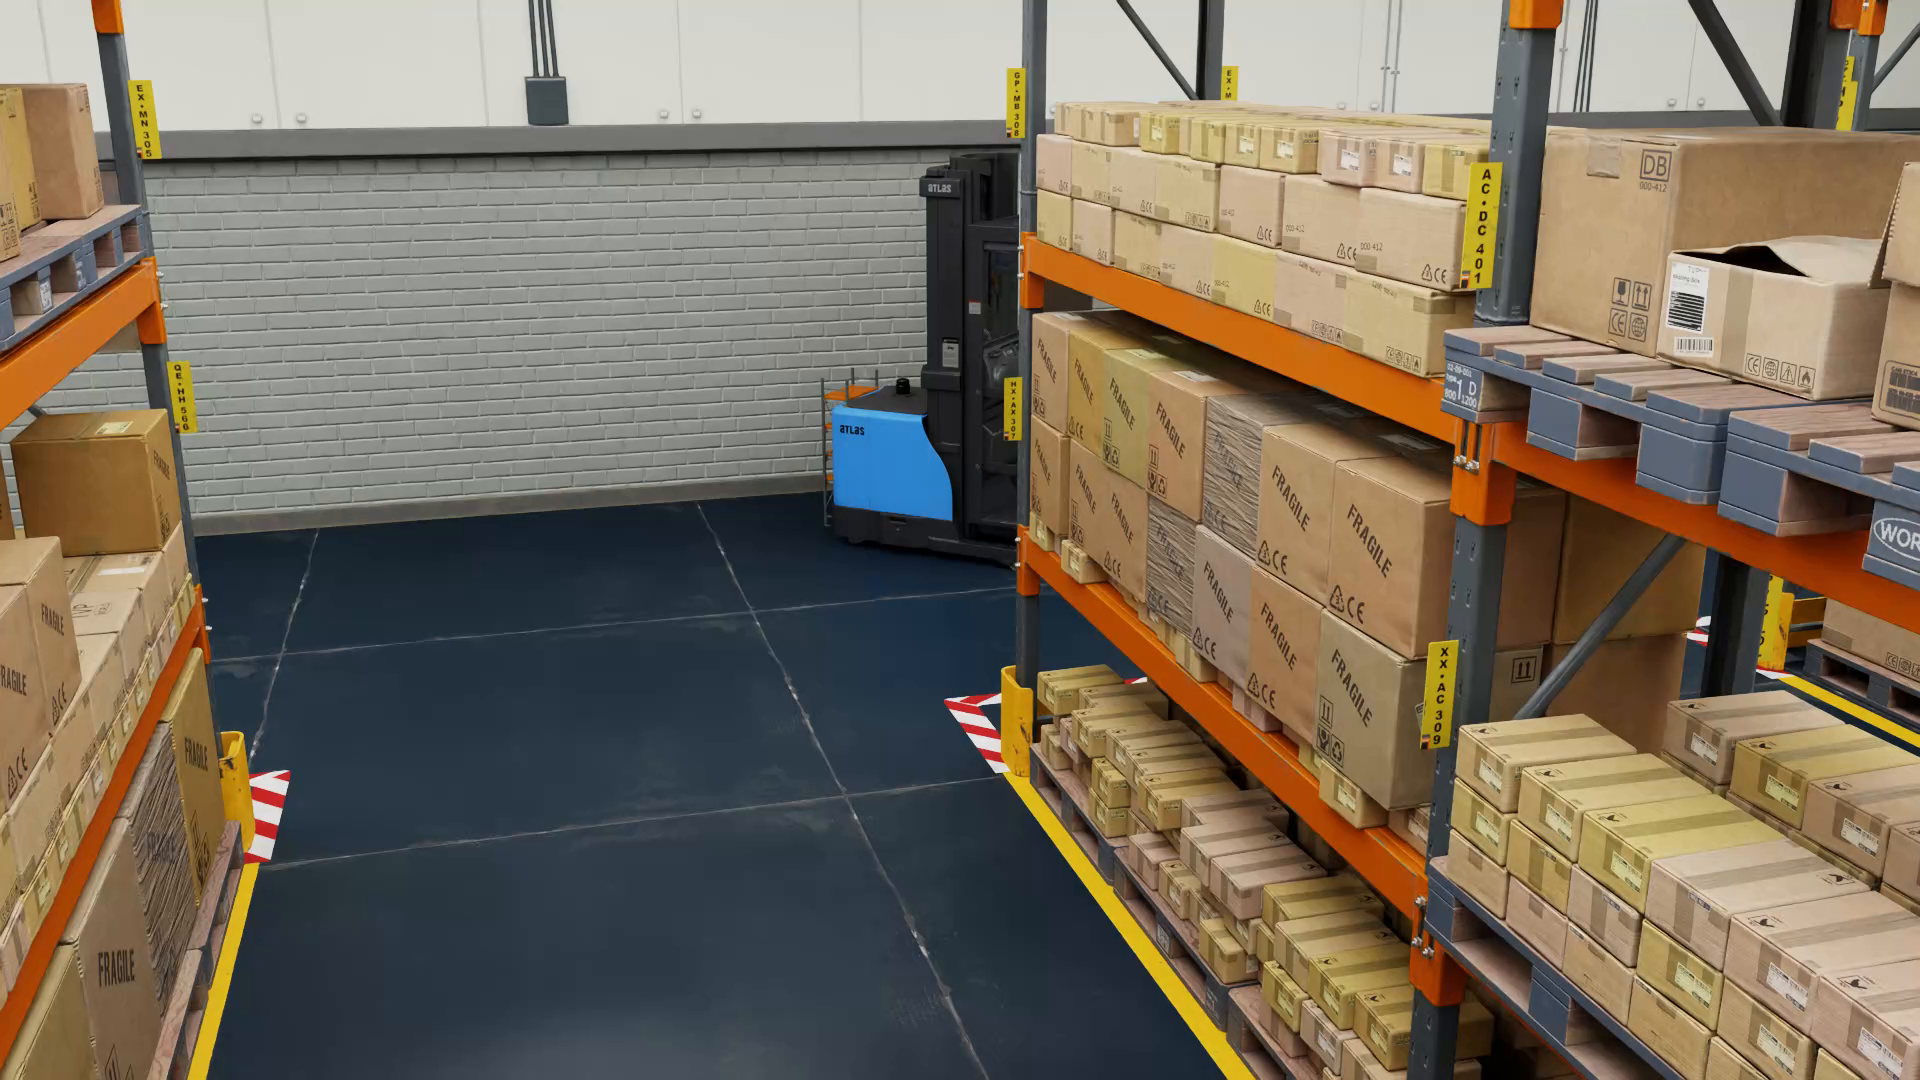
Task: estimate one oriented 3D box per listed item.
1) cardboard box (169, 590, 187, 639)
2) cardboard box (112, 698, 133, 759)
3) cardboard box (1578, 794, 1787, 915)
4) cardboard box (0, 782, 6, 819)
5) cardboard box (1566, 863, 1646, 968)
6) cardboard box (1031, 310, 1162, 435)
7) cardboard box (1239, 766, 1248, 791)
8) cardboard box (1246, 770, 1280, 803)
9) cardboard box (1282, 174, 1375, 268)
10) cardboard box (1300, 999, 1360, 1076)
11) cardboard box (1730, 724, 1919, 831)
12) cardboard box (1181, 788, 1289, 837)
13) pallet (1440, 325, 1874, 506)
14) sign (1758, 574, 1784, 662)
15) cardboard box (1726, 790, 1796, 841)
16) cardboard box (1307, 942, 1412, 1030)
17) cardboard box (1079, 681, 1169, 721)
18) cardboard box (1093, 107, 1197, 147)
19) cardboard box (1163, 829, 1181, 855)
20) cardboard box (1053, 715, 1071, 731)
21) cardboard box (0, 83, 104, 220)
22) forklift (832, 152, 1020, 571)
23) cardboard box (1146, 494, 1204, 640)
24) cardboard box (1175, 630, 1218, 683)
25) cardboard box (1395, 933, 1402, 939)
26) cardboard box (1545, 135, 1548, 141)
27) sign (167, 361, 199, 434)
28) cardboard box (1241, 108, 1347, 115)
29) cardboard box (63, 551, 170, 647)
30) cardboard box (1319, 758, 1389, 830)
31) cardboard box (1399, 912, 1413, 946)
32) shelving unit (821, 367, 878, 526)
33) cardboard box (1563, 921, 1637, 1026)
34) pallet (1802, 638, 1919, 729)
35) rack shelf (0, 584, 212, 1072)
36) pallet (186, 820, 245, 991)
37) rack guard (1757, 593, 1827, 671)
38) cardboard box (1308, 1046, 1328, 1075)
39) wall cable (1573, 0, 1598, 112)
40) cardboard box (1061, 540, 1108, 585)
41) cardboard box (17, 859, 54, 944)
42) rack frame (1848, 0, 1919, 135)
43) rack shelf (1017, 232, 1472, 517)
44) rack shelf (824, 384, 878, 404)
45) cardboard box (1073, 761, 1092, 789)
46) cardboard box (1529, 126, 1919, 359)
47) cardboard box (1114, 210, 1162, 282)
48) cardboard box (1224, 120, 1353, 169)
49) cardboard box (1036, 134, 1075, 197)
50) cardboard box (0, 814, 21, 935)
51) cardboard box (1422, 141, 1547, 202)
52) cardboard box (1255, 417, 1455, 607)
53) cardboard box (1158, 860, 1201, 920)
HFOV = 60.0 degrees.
[{"bbox_3d":[-3.515,0.336,7.058,0.380,0.149,0.250,-5,17,-15],"label":"cardboard box"},{"bbox_3d":[-3.168,0.687,5.889,0.380,0.149,0.250,-4,17,-14],"label":"cardboard box"},{"bbox_3d":[1.710,0.741,3.945,0.380,0.149,0.250,-5,17,-15],"label":"cardboard box"},{"bbox_3d":[-2.789,0.595,4.197,0.500,0.500,0.500,-5,17,-15],"label":"cardboard box"},{"bbox_3d":[1.704,0.878,4.004,0.380,0.149,0.250,-4,17,-14],"label":"cardboard box"},{"bbox_3d":[0.662,-0.817,8.030,0.500,0.500,0.500,-5,17,-16],"label":"cardboard box"},{"bbox_3d":[1.513,1.138,7.658,0.380,0.149,0.250,-4,17,-14],"label":"cardboard box"},{"bbox_3d":[1.494,1.076,7.346,0.380,0.149,0.250,-5,18,-17],"label":"cardboard box"},{"bbox_3d":[1.390,-1.043,5.389,0.500,0.250,0.500,-5,18,-18],"label":"cardboard box"},{"bbox_3d":[1.415,1.699,5.790,0.380,0.149,0.250,-6,18,-18],"label":"cardboard box"},{"bbox_3d":[2.266,0.617,4.355,0.380,0.149,0.250,-5,17,-17],"label":"cardboard box"},{"bbox_3d":[1.153,1.182,6.993,0.380,0.149,0.250,-5,17,-15],"label":"cardboard box"},{"bbox_3d":[1.961,-0.354,4.029,1.213,0.211,1.003,-5,17,-15],"label":"pallet"},{"bbox_3d":[2.426,0.214,5.013,0.100,0.325,0.005,-5,17,-15],"label":"sign"},{"bbox_3d":[2.266,0.757,4.407,0.380,0.149,0.250,-5,17,-15],"label":"cardboard box"},{"bbox_3d":[1.437,1.547,5.779,0.380,0.149,0.250,-4,17,-15],"label":"cardboard box"},{"bbox_3d":[0.803,0.825,8.184,0.380,0.149,0.250,-4,17,-14],"label":"cardboard box"},{"bbox_3d":[0.788,-1.761,7.084,0.380,0.149,0.250,-4,17,-14],"label":"cardboard box"},{"bbox_3d":[1.110,1.252,7.279,0.380,0.149,0.250,-4,17,-12],"label":"cardboard box"},{"bbox_3d":[0.691,0.894,8.471,0.380,0.149,0.250,-4,17,-13],"label":"cardboard box"},{"bbox_3d":[-3.808,-1.523,6.516,0.700,0.500,0.500,-6,18,-19],"label":"cardboard box"},{"bbox_3d":[0.569,-1.326,12.272,3.031,2.935,1.130,8,18,24],"label":"forklift"},{"bbox_3d":[1.092,0.086,6.762,0.500,0.500,0.500,-5,17,-17],"label":"cardboard box"},{"bbox_3d":[1.091,0.446,6.689,0.380,0.149,0.250,-4,17,-14],"label":"cardboard box"},{"bbox_3d":[1.773,1.507,6.429,0.380,0.149,0.250,-6,18,-18],"label":"cardboard box"},{"bbox_3d":[2.004,-1.159,5.082,0.380,0.149,0.250,-5,18,-18],"label":"cardboard box"},{"bbox_3d":[-3.477,-0.636,7.431,0.100,0.325,0.005,-5,17,-15],"label":"sign"},{"bbox_3d":[1.401,-1.733,6.993,0.380,0.149,0.250,-5,17,-17],"label":"cardboard box"},{"bbox_3d":[-3.475,0.254,6.637,0.500,0.250,0.500,-5,17,-16],"label":"cardboard box"},{"bbox_3d":[1.414,0.810,5.477,0.380,0.149,0.250,-5,17,-17],"label":"cardboard box"},{"bbox_3d":[1.862,1.434,6.156,0.380,0.149,0.250,-5,17,-16],"label":"cardboard box"},{"bbox_3d":[-0.872,-0.740,13.328,0.258,1.200,0.503,8,18,24],"label":"shelving unit"},{"bbox_3d":[1.706,1.023,4.037,0.380,0.149,0.250,-5,17,-15],"label":"cardboard box"},{"bbox_3d":[5.821,0.838,9.795,1.003,0.211,1.213,-5,17,-15],"label":"pallet"},{"bbox_3d":[-3.453,0.969,5.763,1.077,0.370,4.000,-5,17,-15],"label":"rack shelf"},{"bbox_3d":[-3.707,1.622,7.187,1.003,0.211,1.213,-5,17,-15],"label":"pallet"},{"bbox_3d":[5.519,0.478,10.492,1.175,0.500,0.348,-5,17,-15],"label":"rack guard"},{"bbox_3d":[1.467,1.817,5.913,0.380,0.149,0.250,-4,17,-14],"label":"cardboard box"},{"bbox_3d":[7.105,-5.423,15.299,2.988,3.039,0.133,-5,17,-15],"label":"wall cable"},{"bbox_3d":[0.700,0.088,7.880,0.380,0.149,0.250,-5,17,-17],"label":"cardboard box"},{"bbox_3d":[-2.810,1.044,4.699,0.380,0.149,0.250,-4,17,-13],"label":"cardboard box"},{"bbox_3d":[5.526,-3.586,9.247,1.000,3.000,0.127,-5,17,-15],"label":"rack frame"},{"bbox_3d":[1.344,-0.832,6.544,1.077,0.370,4.000,-5,17,-15],"label":"rack shelf"},{"bbox_3d":[-0.872,-1.116,13.215,0.258,0.148,0.480,8,18,24],"label":"rack shelf"},{"bbox_3d":[0.781,1.107,8.277,0.380,0.149,0.250,-5,17,-15],"label":"cardboard box"},{"bbox_3d":[1.892,-0.759,4.146,0.700,0.500,0.500,-5,17,-15],"label":"cardboard box"},{"bbox_3d":[0.966,-1.226,6.866,0.500,0.250,0.500,-5,18,-17],"label":"cardboard box"},{"bbox_3d":[1.165,-1.402,5.892,0.380,0.149,0.250,-5,17,-16],"label":"cardboard box"},{"bbox_3d":[0.668,-1.753,7.750,0.500,0.250,0.500,-4,17,-14],"label":"cardboard box"},{"bbox_3d":[-2.780,0.956,4.298,0.500,0.250,0.500,-5,17,-16],"label":"cardboard box"},{"bbox_3d":[1.544,-1.047,4.707,0.380,0.149,0.250,-6,18,-18],"label":"cardboard box"},{"bbox_3d":[1.357,-0.107,5.666,0.500,0.500,0.500,-5,18,-17],"label":"cardboard box"},{"bbox_3d":[1.068,1.468,7.076,0.380,0.149,0.250,-5,17,-15],"label":"cardboard box"}]
